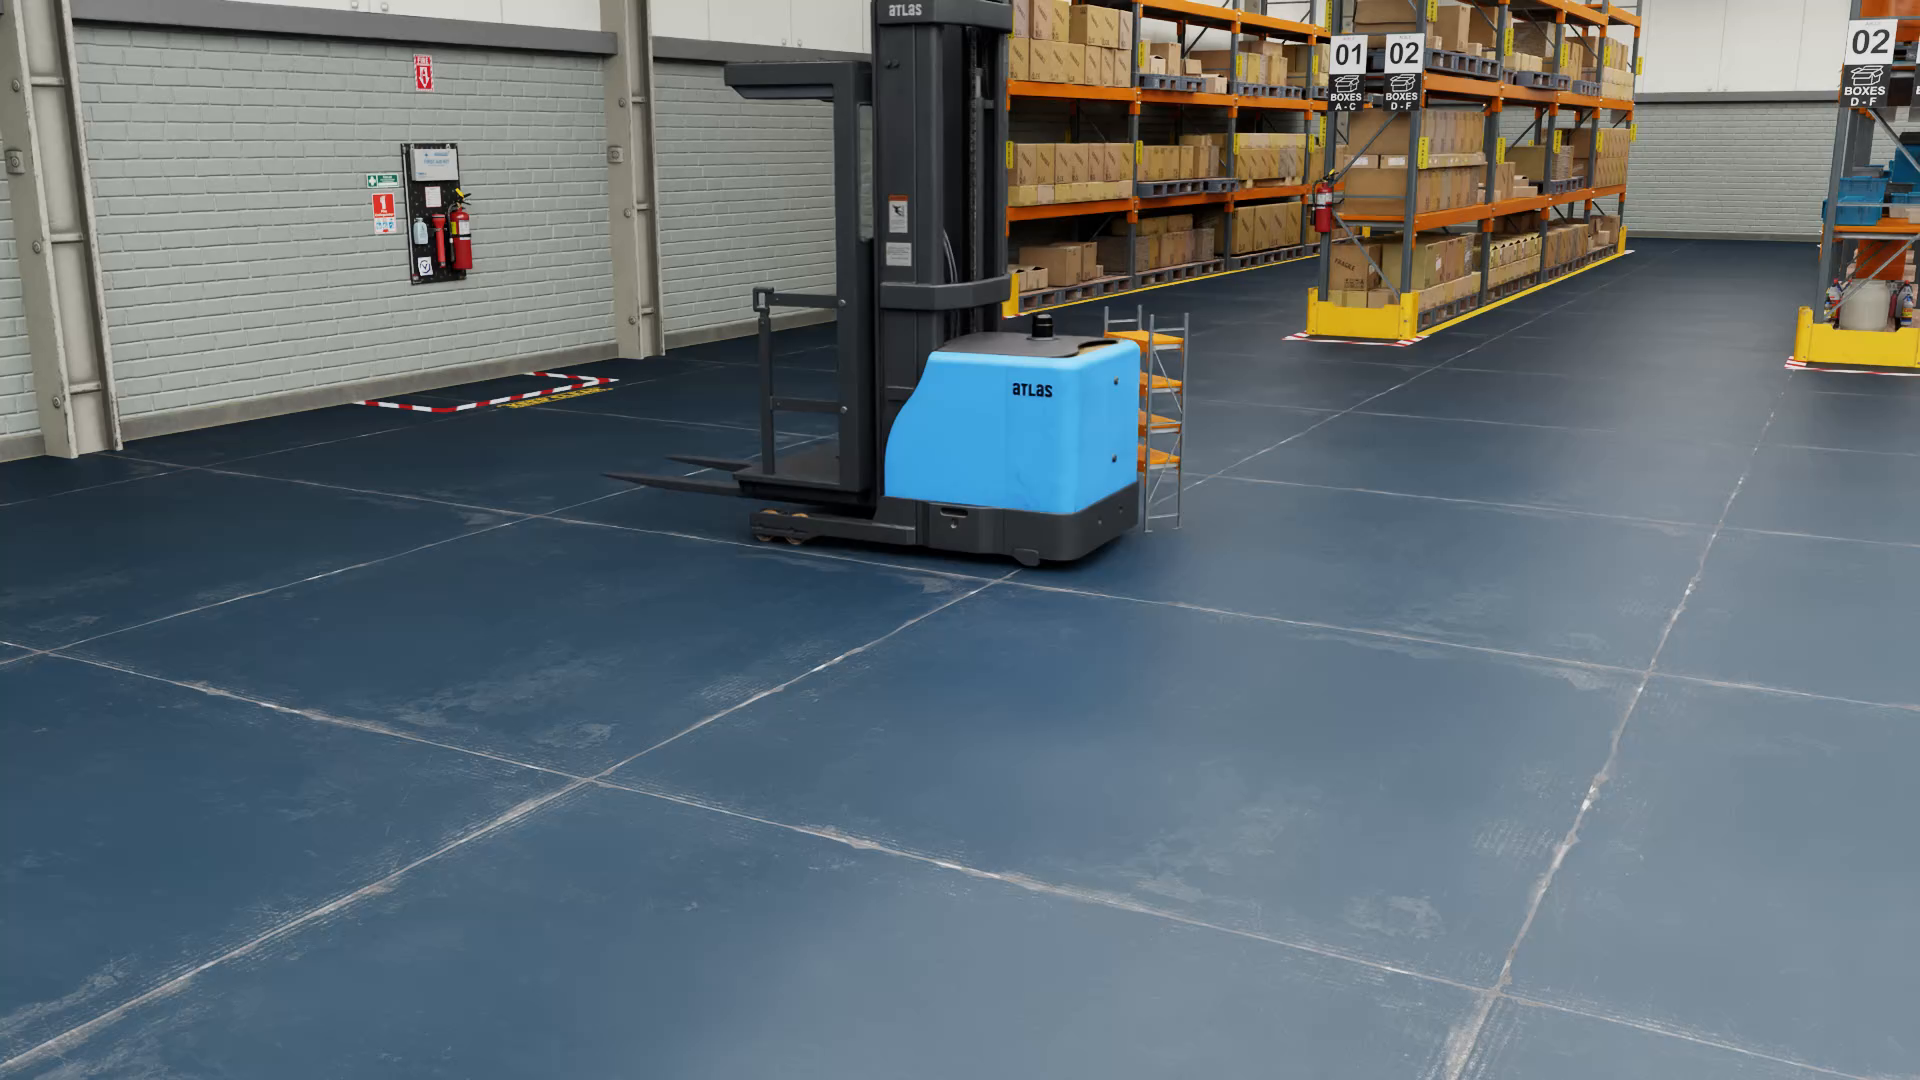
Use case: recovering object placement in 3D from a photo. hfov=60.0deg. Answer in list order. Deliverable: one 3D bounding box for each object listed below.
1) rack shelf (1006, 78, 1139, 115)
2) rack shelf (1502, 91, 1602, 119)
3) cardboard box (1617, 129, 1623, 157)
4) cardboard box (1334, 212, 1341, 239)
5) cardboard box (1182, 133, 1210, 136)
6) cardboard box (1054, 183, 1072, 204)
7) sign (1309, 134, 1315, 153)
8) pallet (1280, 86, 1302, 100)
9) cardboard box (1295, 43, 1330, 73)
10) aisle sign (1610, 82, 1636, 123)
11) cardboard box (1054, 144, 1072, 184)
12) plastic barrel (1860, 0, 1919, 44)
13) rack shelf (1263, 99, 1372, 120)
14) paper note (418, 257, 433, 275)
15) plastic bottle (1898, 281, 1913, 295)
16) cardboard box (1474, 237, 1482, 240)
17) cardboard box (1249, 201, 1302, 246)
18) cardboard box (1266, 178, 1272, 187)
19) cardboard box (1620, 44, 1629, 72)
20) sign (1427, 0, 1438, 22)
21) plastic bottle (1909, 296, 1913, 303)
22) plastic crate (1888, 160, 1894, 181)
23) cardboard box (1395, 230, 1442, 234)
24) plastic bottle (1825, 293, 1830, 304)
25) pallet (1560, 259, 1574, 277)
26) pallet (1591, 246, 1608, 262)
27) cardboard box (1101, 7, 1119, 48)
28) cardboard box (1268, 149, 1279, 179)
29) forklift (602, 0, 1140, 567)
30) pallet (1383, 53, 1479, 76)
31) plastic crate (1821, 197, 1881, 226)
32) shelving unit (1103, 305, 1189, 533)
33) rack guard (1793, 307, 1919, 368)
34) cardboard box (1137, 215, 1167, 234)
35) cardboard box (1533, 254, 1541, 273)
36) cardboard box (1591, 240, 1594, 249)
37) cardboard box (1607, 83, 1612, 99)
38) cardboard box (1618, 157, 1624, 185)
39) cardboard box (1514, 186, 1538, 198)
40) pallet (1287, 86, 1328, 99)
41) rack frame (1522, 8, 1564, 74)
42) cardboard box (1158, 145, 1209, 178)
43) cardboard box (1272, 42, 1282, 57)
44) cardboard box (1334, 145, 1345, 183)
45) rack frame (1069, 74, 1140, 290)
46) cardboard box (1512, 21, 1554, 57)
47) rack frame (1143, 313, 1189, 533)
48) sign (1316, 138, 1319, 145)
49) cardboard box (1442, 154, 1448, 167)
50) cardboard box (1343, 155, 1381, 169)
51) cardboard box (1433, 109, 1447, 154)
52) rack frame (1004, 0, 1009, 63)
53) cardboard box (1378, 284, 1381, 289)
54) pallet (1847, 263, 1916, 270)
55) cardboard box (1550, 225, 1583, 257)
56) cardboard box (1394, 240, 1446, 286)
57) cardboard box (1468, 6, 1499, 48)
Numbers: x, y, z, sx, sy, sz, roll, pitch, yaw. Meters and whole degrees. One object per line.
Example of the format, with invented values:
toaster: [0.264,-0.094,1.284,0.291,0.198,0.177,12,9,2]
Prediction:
rack shelf: [1.085,-5.811,21.874,1.077,0.370,4.000,7,15,28]
rack shelf: [9.291,-6.892,26.357,1.077,0.370,4.000,7,15,28]
cardboard box: [11.727,-7.216,30.219,0.500,0.500,0.500,8,16,30]
cardboard box: [7.118,-6.203,32.802,0.700,0.500,0.500,7,15,26]
cardboard box: [3.978,-6.624,27.618,0.500,0.250,0.500,8,16,30]
cardboard box: [1.122,-4.506,21.599,0.500,0.250,0.500,7,15,27]
sign: [6.399,-7.219,30.278,0.100,0.325,0.005,7,15,28]
pallet: [5.519,-7.926,29.518,0.805,0.209,1.217,7,15,26]
cardboard box: [6.509,-8.872,30.643,0.500,0.500,0.500,7,15,28]
aisle sign: [12.492,-8.258,31.340,0.394,0.787,0.004,7,15,28]
cardboard box: [1.115,-4.863,21.484,0.500,0.500,0.500,7,15,26]
plastic barrel: [8.914,-5.155,15.805,0.600,0.830,0.708,7,15,28]
rack shelf: [6.886,-8.273,32.086,1.077,0.370,4.000,7,15,28]
paper note: [-4.575,-2.344,14.235,0.016,0.148,0.142,7,15,28]
plastic bottle: [10.572,-2.713,18.599,0.144,0.351,0.185,7,15,25]
cardboard box: [7.318,-4.226,23.938,0.500,0.311,0.500,7,15,27]
cardboard box: [5.719,-5.766,30.239,0.750,0.750,0.750,8,15,29]
cardboard box: [5.213,-6.232,28.976,0.380,0.149,0.250,8,16,30]
cardboard box: [11.957,-8.900,30.805,0.700,0.500,0.500,7,15,28]
sign: [4.939,-5.590,17.385,0.100,0.325,0.005,7,15,28]
plastic bottle: [10.065,-2.445,17.630,0.061,0.283,0.133,8,16,29]
plastic crate: [16.527,-6.409,29.015,0.616,0.435,0.499,7,15,28]
cardboard box: [5.892,-3.725,21.456,0.500,0.500,0.500,7,15,28]
plastic bottle: [9.335,-2.516,17.927,0.061,0.283,0.133,8,16,29]
pallet: [9.308,-4.416,26.901,1.003,0.211,1.213,7,15,28]
pallet: [11.179,-5.230,30.279,1.003,0.211,1.213,7,15,28]
cardboard box: [1.790,-6.868,22.332,0.500,0.500,0.500,8,16,31]
cardboard box: [5.191,-6.523,28.801,0.500,0.500,0.500,8,16,30]
forklift: [-0.576,-1.506,9.028,3.031,2.935,1.130,6,15,25]
pallet: [5.410,-5.541,19.405,1.003,0.211,1.213,7,15,28]
plastic crate: [8.771,-3.234,16.367,0.499,0.251,0.616,7,15,28]
shelving unit: [1.025,-0.688,9.326,0.258,1.200,0.503,-6,15,-24]
rack guard: [8.786,-1.976,16.163,1.175,0.500,0.348,7,15,28]
cardboard box: [2.851,-4.827,25.452,0.500,0.250,0.500,7,15,26]
cardboard box: [8.283,-4.105,24.633,0.500,0.250,0.500,8,16,29]
cardboard box: [11.059,-5.271,29.603,0.380,0.166,0.250,7,15,28]
cardboard box: [10.954,-7.753,28.713,0.500,0.250,0.500,7,15,28]
cardboard box: [11.965,-6.834,30.766,0.500,0.500,0.500,8,15,29]
cardboard box: [8.131,-5.035,24.056,0.380,0.149,0.250,7,15,28]
pallet: [6.324,-8.336,31.001,1.003,0.211,1.213,7,15,28]
rack frame: [8.324,-8.290,24.219,1.000,3.000,0.127,7,15,28]
cardboard box: [3.521,-5.981,26.291,0.700,0.500,0.500,6,15,23]
cardboard box: [5.379,-8.674,29.461,0.500,0.250,0.500,9,16,32]
cardboard box: [6.896,-7.309,32.312,0.980,0.700,0.700,7,15,25]
rack frame: [2.052,-5.113,23.843,1.000,3.000,0.127,7,15,28]
cardboard box: [8.540,-7.455,24.810,0.500,0.500,0.500,7,15,28]
rack frame: [1.128,-0.636,9.111,0.240,1.200,0.015,-6,15,-24]
sign: [7.370,-8.099,34.210,0.100,0.325,0.005,7,15,28]
cardboard box: [5.455,-4.417,19.356,0.380,0.149,0.250,7,15,27]
cardboard box: [4.474,-4.196,18.441,0.380,0.149,0.250,7,15,27]
cardboard box: [5.211,-4.729,19.266,0.700,0.500,0.500,7,15,28]
rack frame: [0.118,-7.209,19.736,1.000,3.000,0.127,7,15,28]
cardboard box: [4.688,-2.847,19.413,0.500,0.250,0.500,7,15,28]
pallet: [14.182,-4.123,25.685,1.003,0.211,1.213,7,15,28]
cardboard box: [10.023,-4.959,27.596,0.500,0.500,0.500,7,15,28]
cardboard box: [5.381,-3.256,19.509,0.500,0.500,0.500,7,15,28]
cardboard box: [6.723,-6.629,21.553,0.500,0.500,0.500,8,15,29]
